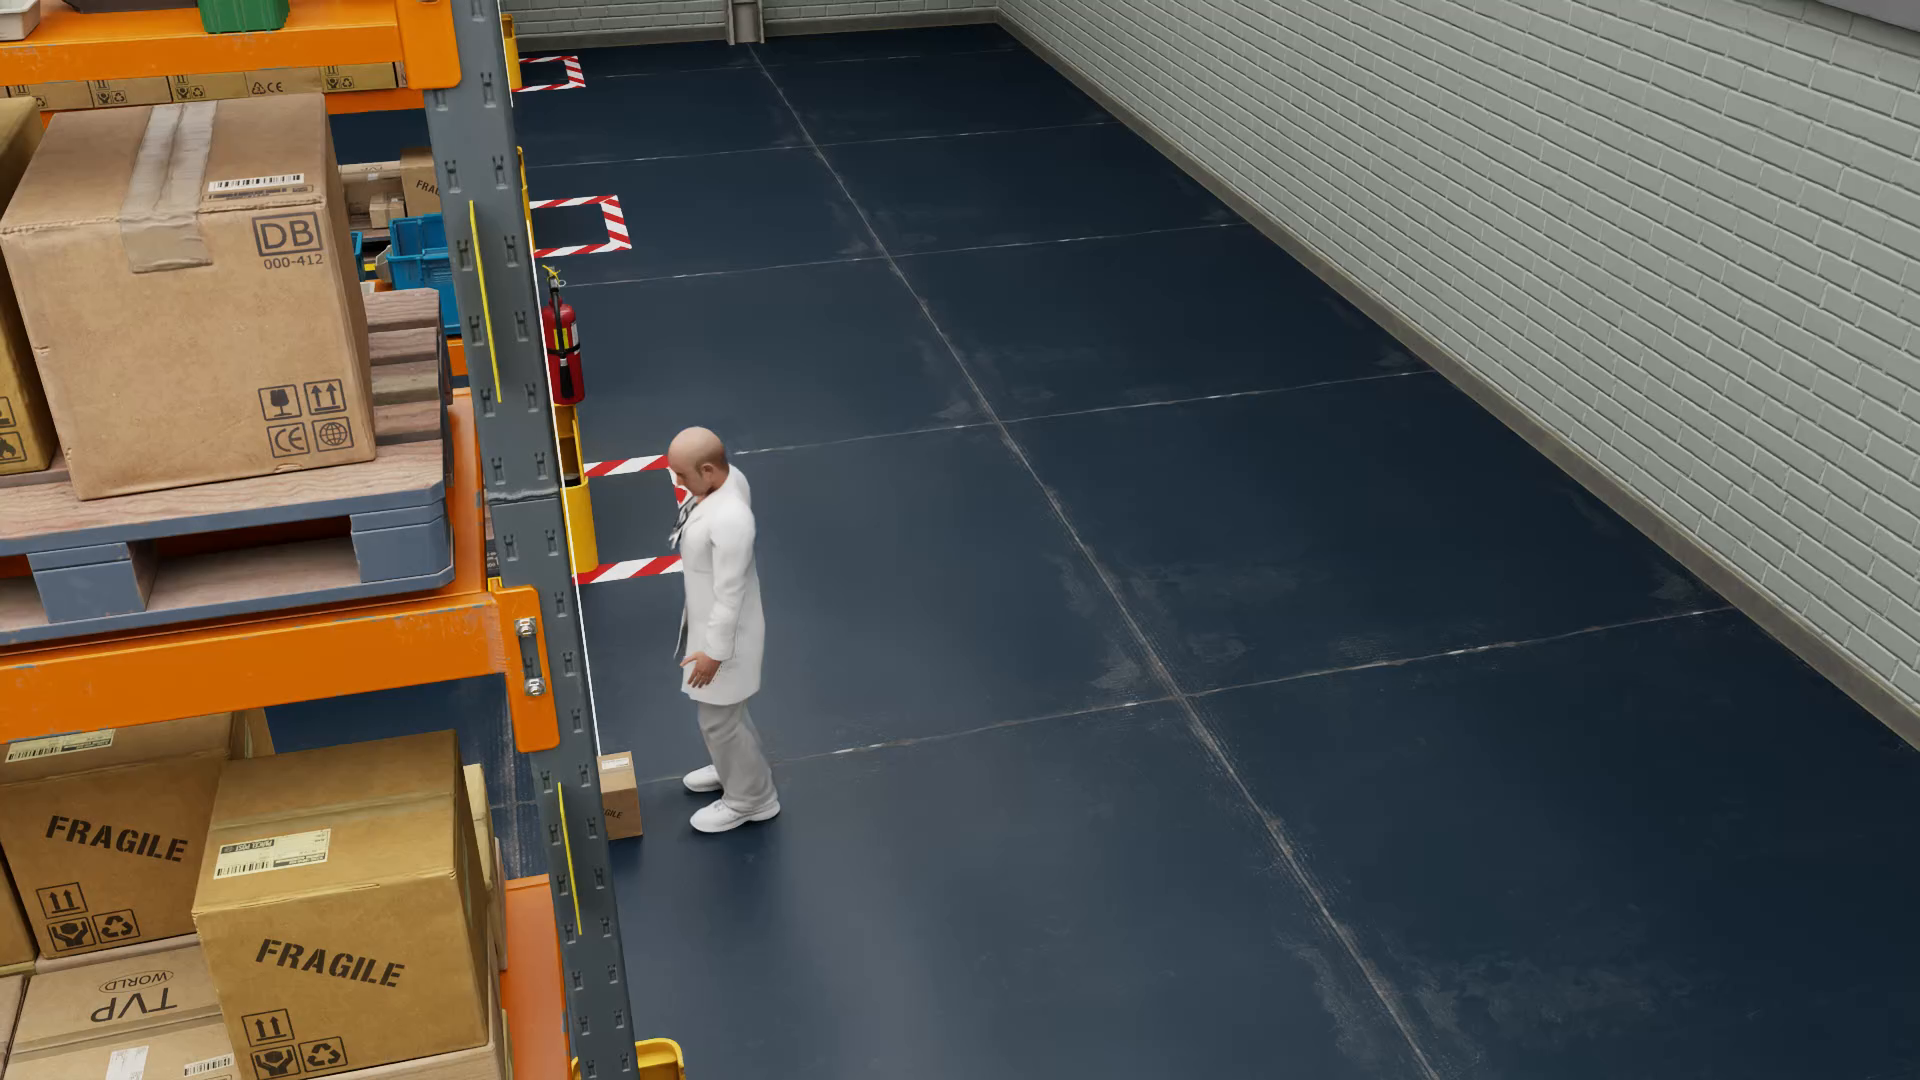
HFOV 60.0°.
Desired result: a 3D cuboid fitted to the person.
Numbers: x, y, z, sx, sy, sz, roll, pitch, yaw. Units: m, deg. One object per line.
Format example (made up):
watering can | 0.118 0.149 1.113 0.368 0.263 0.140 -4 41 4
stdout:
person | -0.953 0.352 6.553 0.378 1.765 0.569 -7 31 -12
